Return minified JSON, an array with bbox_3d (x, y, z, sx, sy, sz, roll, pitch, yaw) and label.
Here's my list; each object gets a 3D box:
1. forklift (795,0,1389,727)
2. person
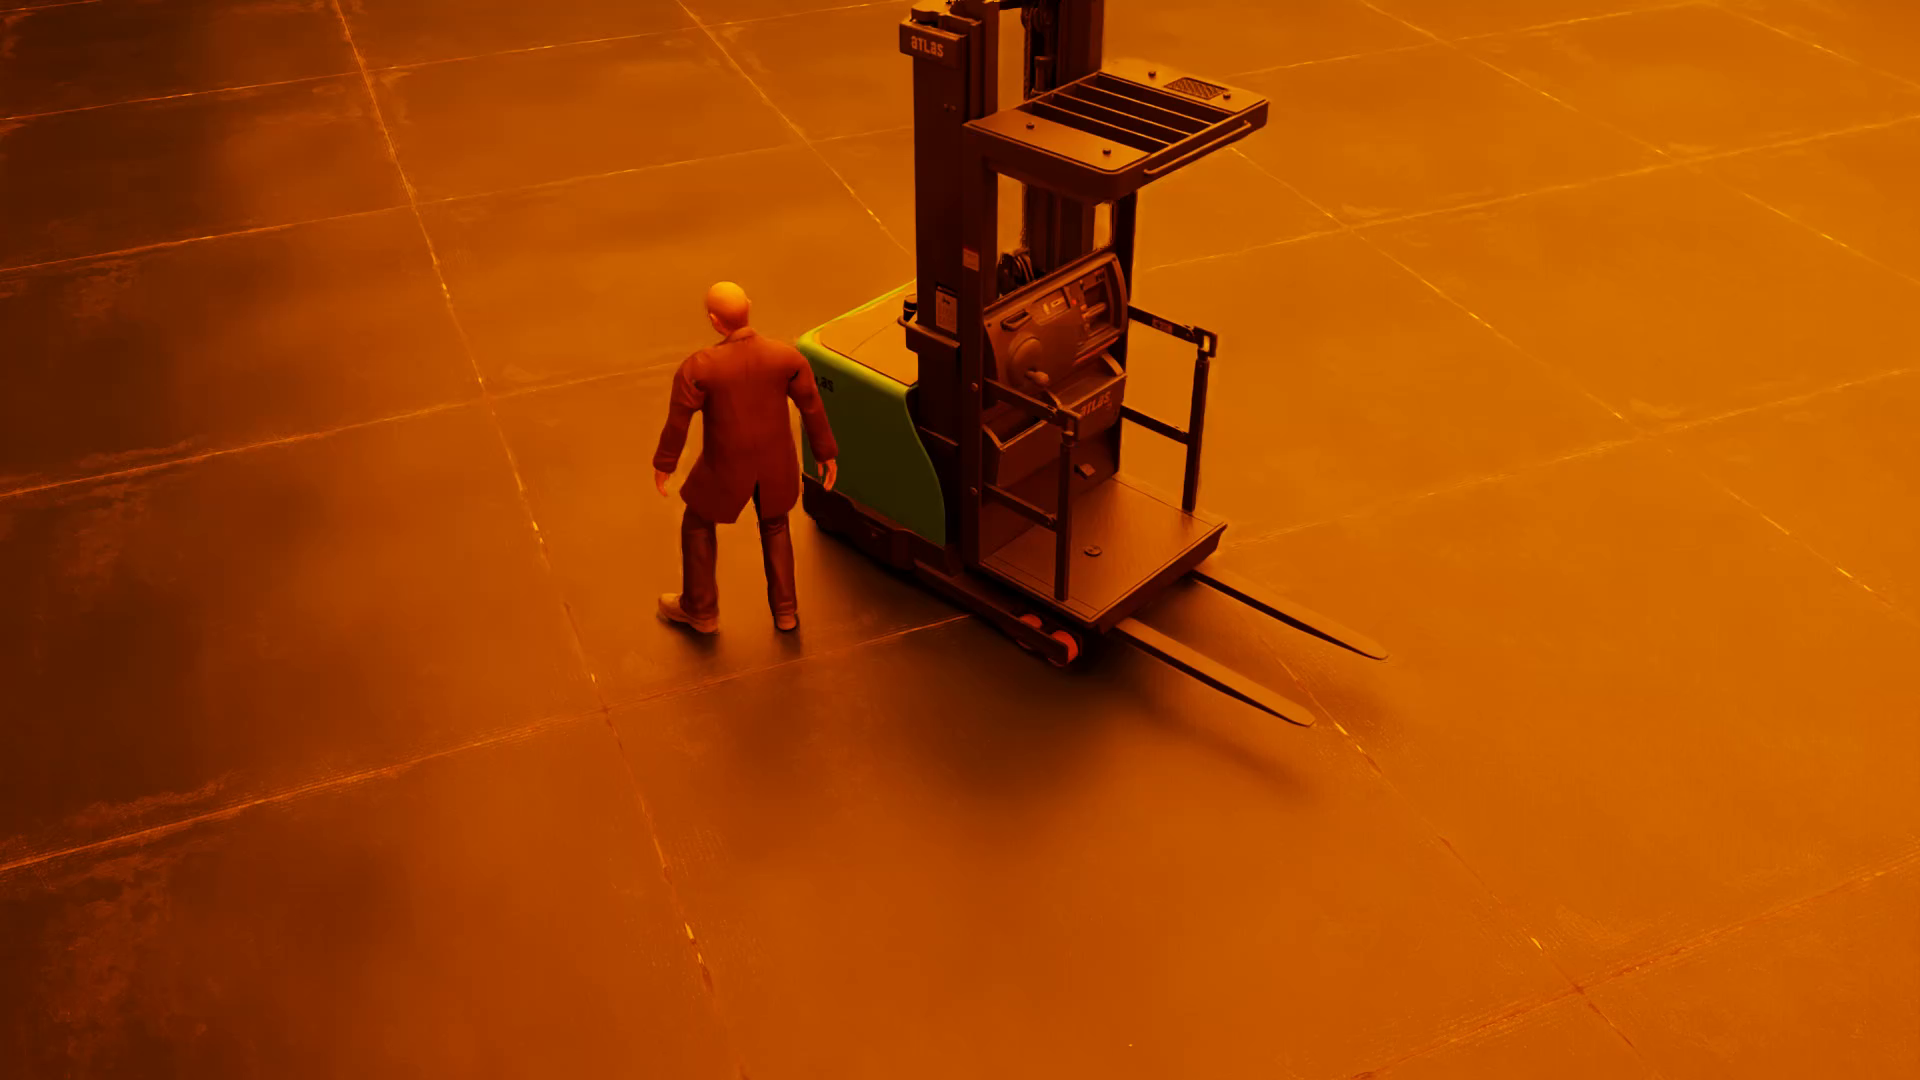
[{"bbox_3d":[0.600,-0.947,7.430,3.031,2.935,1.130,28,44,33],"label":"forklift"},{"bbox_3d":[-1.003,-0.357,7.623,0.878,1.751,0.409,-12,37,-16],"label":"person"}]
